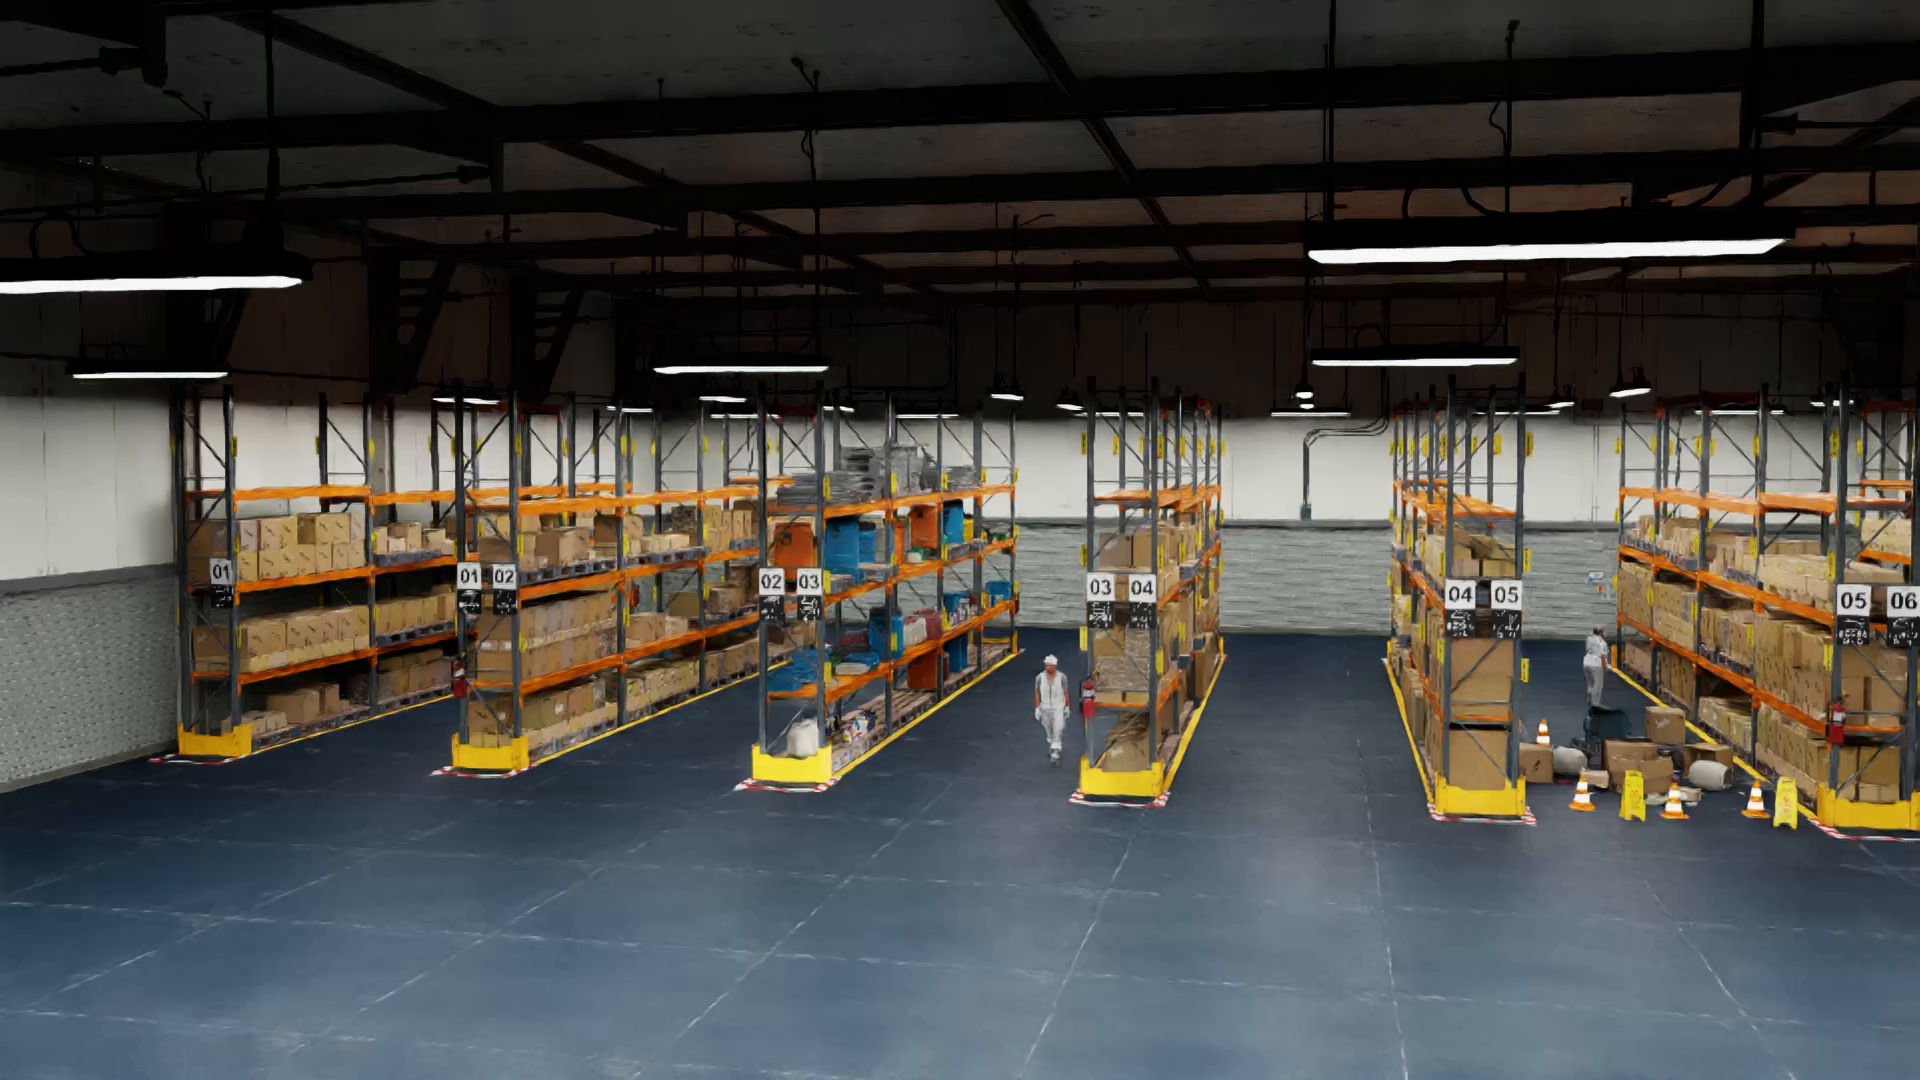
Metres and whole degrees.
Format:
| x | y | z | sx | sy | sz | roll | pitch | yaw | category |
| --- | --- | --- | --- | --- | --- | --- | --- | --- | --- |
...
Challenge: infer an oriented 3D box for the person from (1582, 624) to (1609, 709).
| x | y | z | sx | sy | sz | roll | pitch | yaw | category |
| --- | --- | --- | --- | --- | --- | --- | --- | --- | --- |
| 11.980 | 2.410 | 31.242 | 0.464 | 1.673 | 0.569 | -1 | 3 | -17 | person |

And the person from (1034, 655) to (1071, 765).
| x | y | z | sx | sy | sz | roll | pitch | yaw | category |
| --- | --- | --- | --- | --- | --- | --- | --- | --- | --- |
| 1.443 | 2.660 | 26.310 | 0.553 | 1.709 | 1.123 | 1 | 3 | 15 | person |
